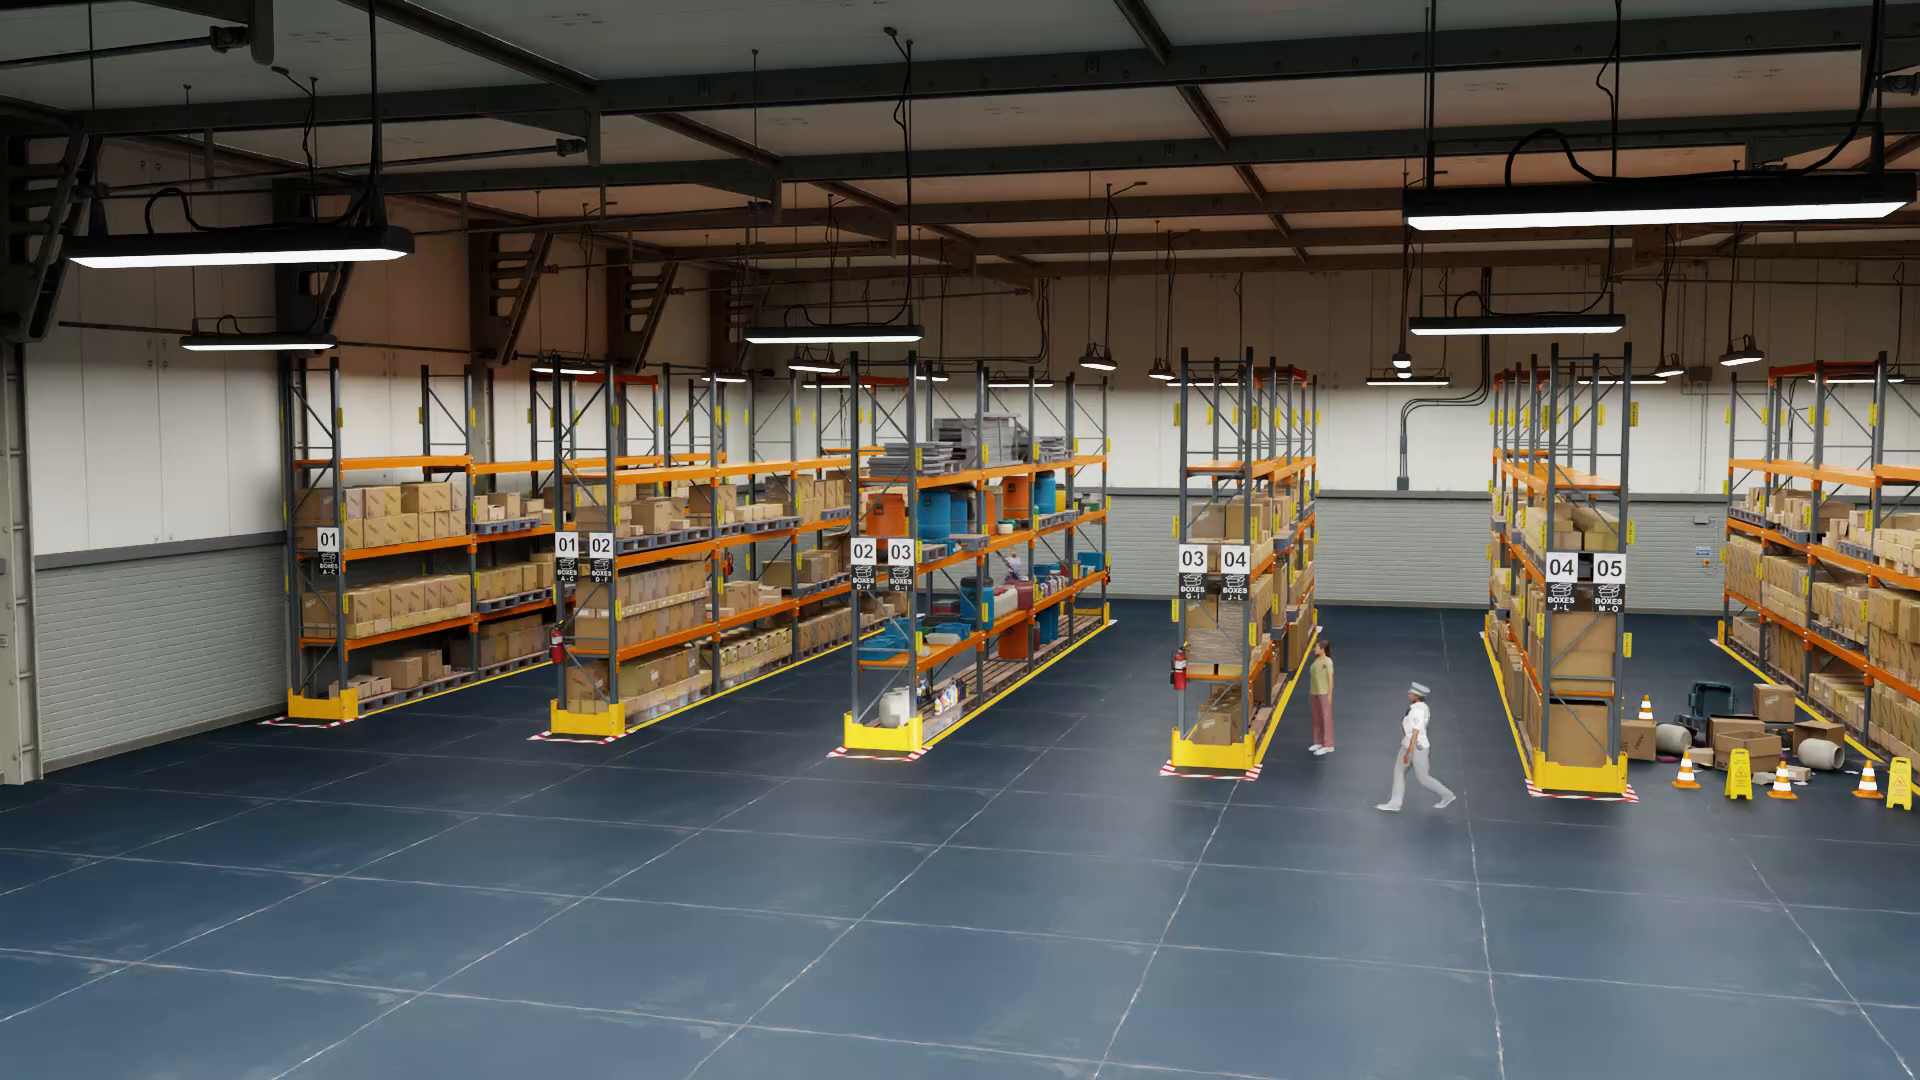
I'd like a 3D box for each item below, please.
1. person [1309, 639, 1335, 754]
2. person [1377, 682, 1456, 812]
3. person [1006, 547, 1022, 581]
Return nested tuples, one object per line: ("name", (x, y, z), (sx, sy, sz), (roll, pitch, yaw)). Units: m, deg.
("person", (5.413, 2.336, 24.953), (0.448, 1.675, 0.542), (-2, 5, -29))
("person", (5.778, 2.626, 21.040), (0.900, 1.656, 0.431), (-1, 4, -7))
("person", (1.434, 1.017, 43.154), (0.503, 1.668, 0.520), (2, 5, 25))
